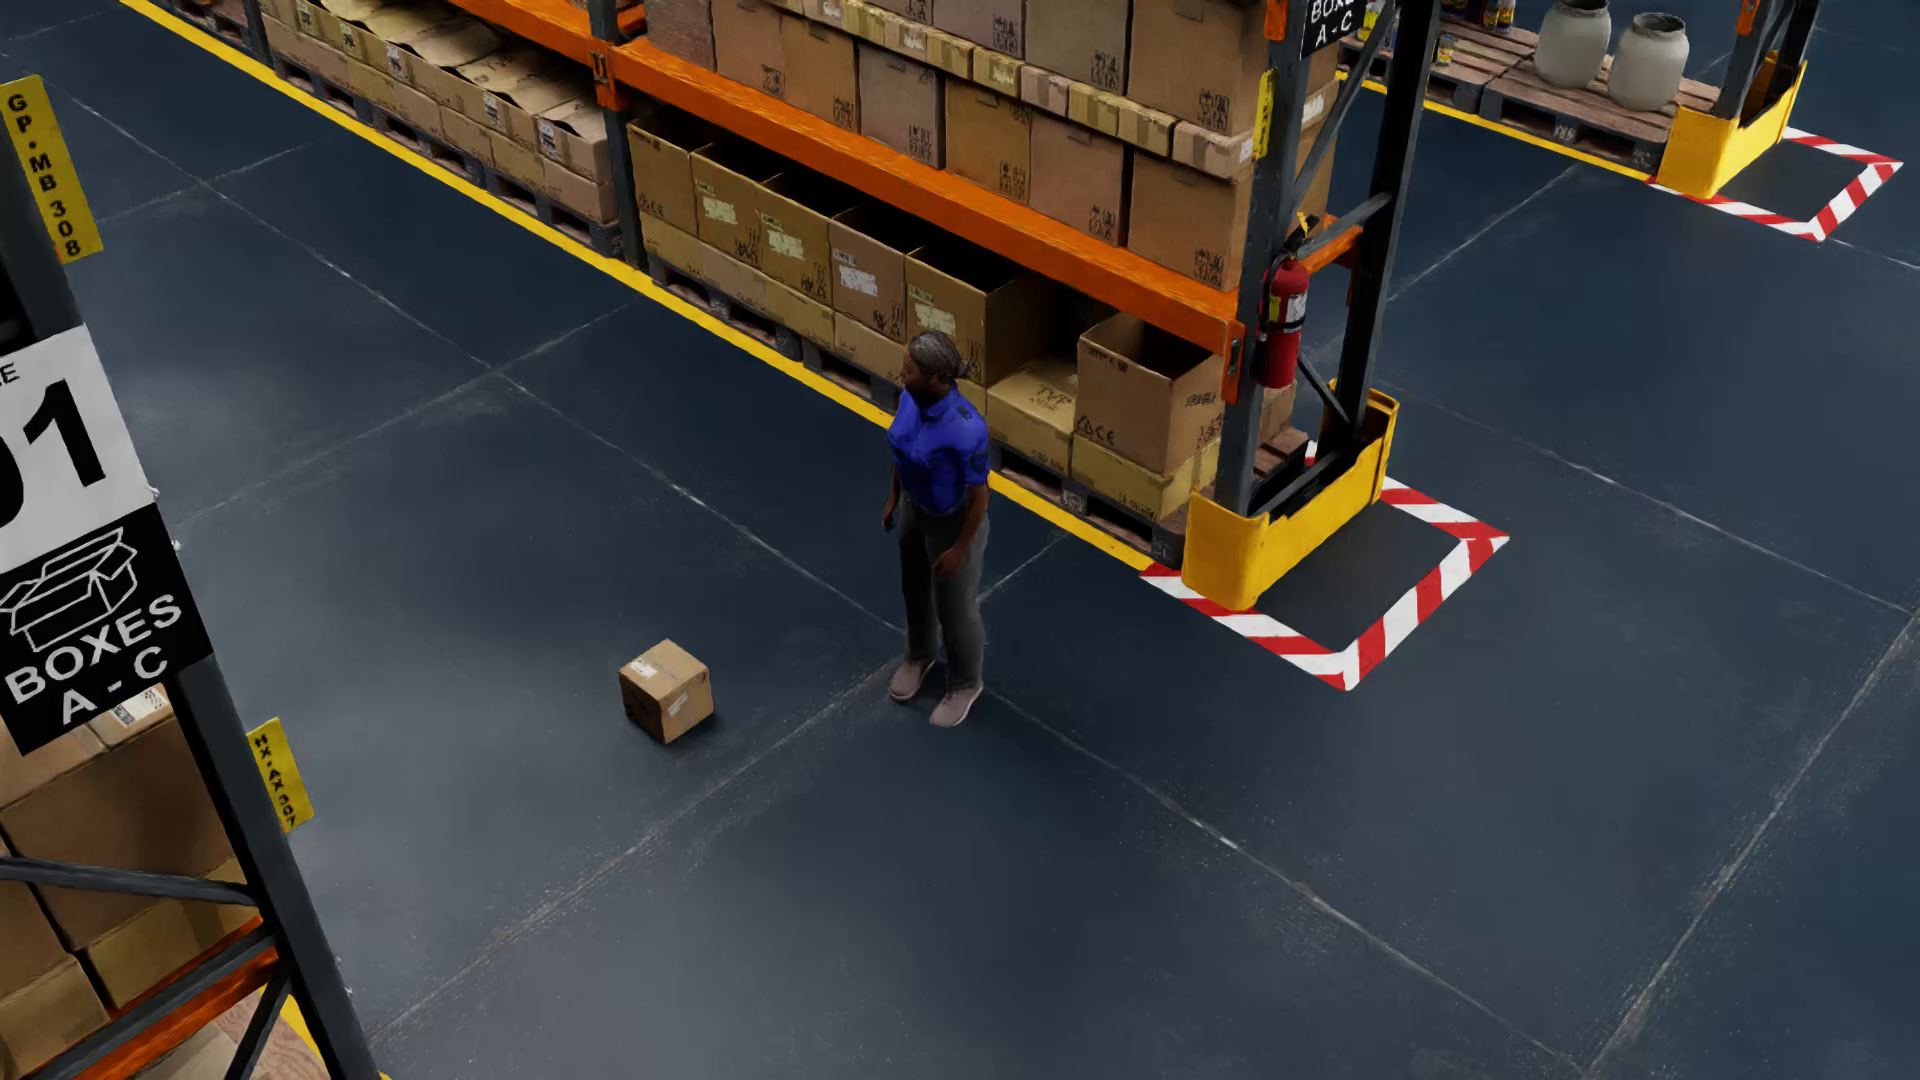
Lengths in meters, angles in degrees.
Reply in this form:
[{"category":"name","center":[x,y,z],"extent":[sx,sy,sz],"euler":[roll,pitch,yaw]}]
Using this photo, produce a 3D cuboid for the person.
[{"category":"person","center":[-0.102,-0.034,6.210],"extent":[0.375,1.679,0.500],"euler":[-25,46,-27]}]
